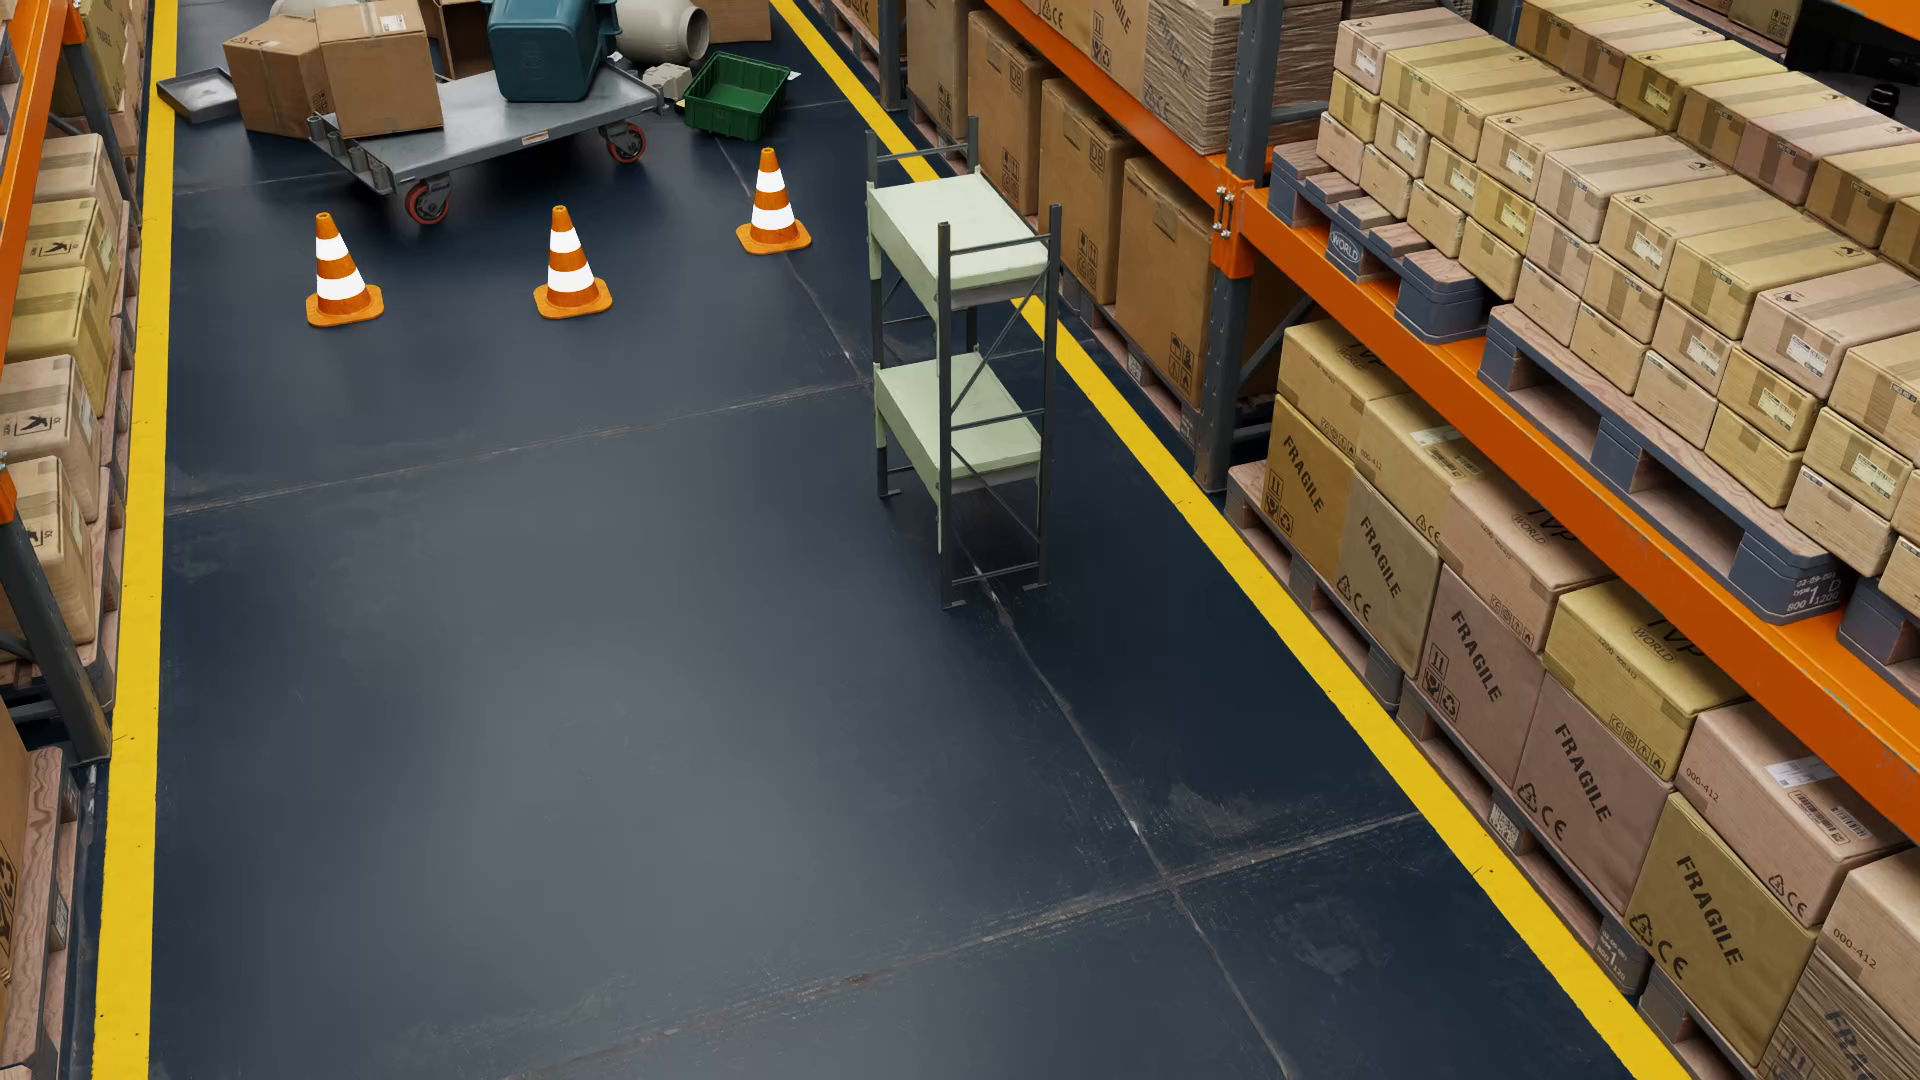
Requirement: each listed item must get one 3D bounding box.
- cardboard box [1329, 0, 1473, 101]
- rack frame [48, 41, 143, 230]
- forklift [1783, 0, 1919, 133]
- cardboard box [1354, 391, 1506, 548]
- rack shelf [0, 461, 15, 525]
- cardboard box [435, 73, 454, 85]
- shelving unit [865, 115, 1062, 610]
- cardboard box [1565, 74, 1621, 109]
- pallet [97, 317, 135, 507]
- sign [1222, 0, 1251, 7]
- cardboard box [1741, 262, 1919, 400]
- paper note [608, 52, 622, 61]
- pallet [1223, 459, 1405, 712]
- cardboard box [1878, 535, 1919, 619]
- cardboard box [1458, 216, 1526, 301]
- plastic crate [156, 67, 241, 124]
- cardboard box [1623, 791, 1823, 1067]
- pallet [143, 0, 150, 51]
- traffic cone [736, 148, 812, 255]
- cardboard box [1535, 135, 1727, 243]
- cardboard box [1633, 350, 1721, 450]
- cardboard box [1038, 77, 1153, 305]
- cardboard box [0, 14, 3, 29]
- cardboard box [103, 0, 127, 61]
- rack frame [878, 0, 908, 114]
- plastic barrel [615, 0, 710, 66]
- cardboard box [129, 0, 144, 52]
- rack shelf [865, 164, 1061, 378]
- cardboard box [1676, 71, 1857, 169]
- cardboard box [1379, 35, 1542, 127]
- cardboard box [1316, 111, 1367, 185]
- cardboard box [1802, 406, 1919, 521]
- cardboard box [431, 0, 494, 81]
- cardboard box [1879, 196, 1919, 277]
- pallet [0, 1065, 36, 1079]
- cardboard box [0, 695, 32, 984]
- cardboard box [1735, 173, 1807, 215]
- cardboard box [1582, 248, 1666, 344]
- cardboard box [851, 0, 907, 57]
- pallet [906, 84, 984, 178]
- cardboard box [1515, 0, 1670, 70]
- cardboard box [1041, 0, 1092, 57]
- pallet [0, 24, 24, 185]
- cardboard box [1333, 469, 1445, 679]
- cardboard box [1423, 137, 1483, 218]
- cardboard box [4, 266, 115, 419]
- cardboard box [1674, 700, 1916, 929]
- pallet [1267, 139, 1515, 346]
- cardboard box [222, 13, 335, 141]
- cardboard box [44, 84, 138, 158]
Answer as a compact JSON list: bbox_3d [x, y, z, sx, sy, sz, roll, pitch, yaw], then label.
[{"bbox_3d":[1.508,-1.857,6.139,0.500,0.500,0.500,-12,39,-15],"label":"cardboard box"},{"bbox_3d":[-4.580,-2.686,7.322,1.000,3.000,0.127,-12,39,-16],"label":"rack frame"},{"bbox_3d":[4.340,-2.514,7.151,1.130,2.935,3.031,24,43,29],"label":"forklift"},{"bbox_3d":[1.594,-0.251,5.195,0.500,0.250,0.500,-13,39,-16],"label":"cardboard box"},{"bbox_3d":[-2.516,0.991,3.039,1.077,0.370,4.000,-12,39,-16],"label":"rack shelf"},{"bbox_3d":[-2.845,-2.498,9.346,0.396,0.266,0.258,19,41,23],"label":"cardboard box"},{"bbox_3d":[-0.002,-0.603,5.804,0.431,1.500,0.755,-12,39,-16],"label":"shelving unit"},{"bbox_3d":[2.100,-1.359,5.173,0.380,0.149,0.250,-11,38,-14],"label":"cardboard box"},{"bbox_3d":[-3.887,-0.442,6.661,1.003,0.211,1.213,-12,39,-16],"label":"pallet"},{"bbox_3d":[0.889,-1.854,5.255,0.100,0.325,0.005,-12,39,-16],"label":"sign"},{"bbox_3d":[2.016,-0.476,3.754,0.380,0.149,0.250,-14,39,-18],"label":"cardboard box"},{"bbox_3d":[-2.153,-2.967,10.170,0.172,0.023,0.155,0,37,0],"label":"paper note"},{"bbox_3d":[1.677,0.048,6.011,1.003,0.211,1.213,-12,39,-16],"label":"pallet"},{"bbox_3d":[2.203,0.072,3.522,0.380,0.149,0.250,-14,39,-18],"label":"cardboard box"},{"bbox_3d":[1.653,-0.825,4.711,0.380,0.149,0.250,-11,38,-14],"label":"cardboard box"},{"bbox_3d":[-4.351,-2.576,9.603,0.402,0.080,0.583,-27,45,-31],"label":"plastic crate"},{"bbox_3d":[2.118,0.927,4.255,0.500,0.500,0.500,-13,39,-17],"label":"cardboard box"},{"bbox_3d":[-5.684,-3.322,10.485,1.003,0.211,1.213,-12,39,-16],"label":"pallet"},{"bbox_3d":[-0.924,-1.684,8.101,0.336,0.463,0.334,-12,39,-16],"label":"traffic cone"},{"bbox_3d":[1.747,-0.919,4.342,0.380,0.149,0.250,-11,38,-14],"label":"cardboard box"},{"bbox_3d":[1.920,-0.385,4.128,0.380,0.149,0.250,-14,39,-17],"label":"cardboard box"},{"bbox_3d":[0.980,-1.633,7.445,1.050,0.750,0.750,-12,39,-15],"label":"cardboard box"},{"bbox_3d":[-3.806,-1.940,6.192,0.380,0.149,0.250,-12,39,-16],"label":"cardboard box"},{"bbox_3d":[-4.725,-2.744,8.712,0.500,0.500,0.500,-11,38,-14],"label":"cardboard box"},{"bbox_3d":[0.033,-3.767,8.759,1.000,3.000,0.127,-12,39,-16],"label":"rack frame"},{"bbox_3d":[-1.798,-3.062,9.963,0.512,0.421,0.421,12,39,16],"label":"plastic barrel"},{"bbox_3d":[-5.070,-3.025,9.709,0.500,0.250,0.500,-14,39,-18],"label":"cardboard box"},{"bbox_3d":[-0.002,-0.915,5.569,0.431,0.370,0.720,-12,39,-16],"label":"rack shelf"},{"bbox_3d":[2.278,-1.191,4.703,0.380,0.149,0.250,-11,38,-15],"label":"cardboard box"},{"bbox_3d":[1.481,-1.360,4.928,0.380,0.149,0.250,-13,39,-17],"label":"cardboard box"},{"bbox_3d":[1.374,-1.281,5.317,0.380,0.149,0.250,-13,39,-17],"label":"cardboard box"},{"bbox_3d":[2.102,-0.208,3.646,0.380,0.149,0.250,-14,39,-18],"label":"cardboard box"},{"bbox_3d":[-2.646,-3.008,9.712,0.797,0.637,0.503,-12,39,-16],"label":"cardboard box"},{"bbox_3d":[2.540,-0.753,4.122,0.380,0.149,0.250,-11,38,-15],"label":"cardboard box"},{"bbox_3d":[-2.587,1.837,3.636,1.003,0.211,1.213,-12,39,-16],"label":"pallet"},{"bbox_3d":[-3.044,0.662,4.294,0.875,0.875,0.875,-13,39,-16],"label":"cardboard box"},{"bbox_3d":[2.362,-0.928,4.602,0.380,0.149,0.250,-13,39,-16],"label":"cardboard box"},{"bbox_3d":[1.831,-0.652,4.235,0.380,0.149,0.250,-13,39,-16],"label":"cardboard box"},{"bbox_3d":[-0.118,-3.456,9.762,0.875,0.875,0.875,-12,39,-15],"label":"cardboard box"},{"bbox_3d":[0.369,-2.233,9.040,1.003,0.211,1.213,-12,39,-16],"label":"pallet"},{"bbox_3d":[2.008,-1.631,5.287,0.380,0.149,0.250,-14,39,-18],"label":"cardboard box"},{"bbox_3d":[0.660,-2.311,6.742,0.500,0.500,0.500,-13,39,-17],"label":"cardboard box"},{"bbox_3d":[-3.923,-1.459,5.853,1.003,0.211,1.213,-12,39,-16],"label":"pallet"},{"bbox_3d":[1.589,0.059,5.408,0.500,0.500,0.500,-12,39,-15],"label":"cardboard box"},{"bbox_3d":[1.577,-1.077,4.799,0.380,0.149,0.250,-14,39,-17],"label":"cardboard box"},{"bbox_3d":[-3.906,-0.710,6.535,0.950,0.372,0.625,-11,38,-14],"label":"cardboard box"},{"bbox_3d":[2.128,0.621,4.037,0.500,0.250,0.500,-11,38,-14],"label":"cardboard box"},{"bbox_3d":[1.754,-1.051,5.311,1.213,0.211,1.003,-12,39,-16],"label":"pallet"},{"bbox_3d":[-3.671,-2.575,9.251,0.500,0.500,0.500,12,39,16],"label":"cardboard box"},{"bbox_3d":[-4.530,-2.144,8.540,0.500,0.250,0.500,-14,39,-18],"label":"cardboard box"}]
